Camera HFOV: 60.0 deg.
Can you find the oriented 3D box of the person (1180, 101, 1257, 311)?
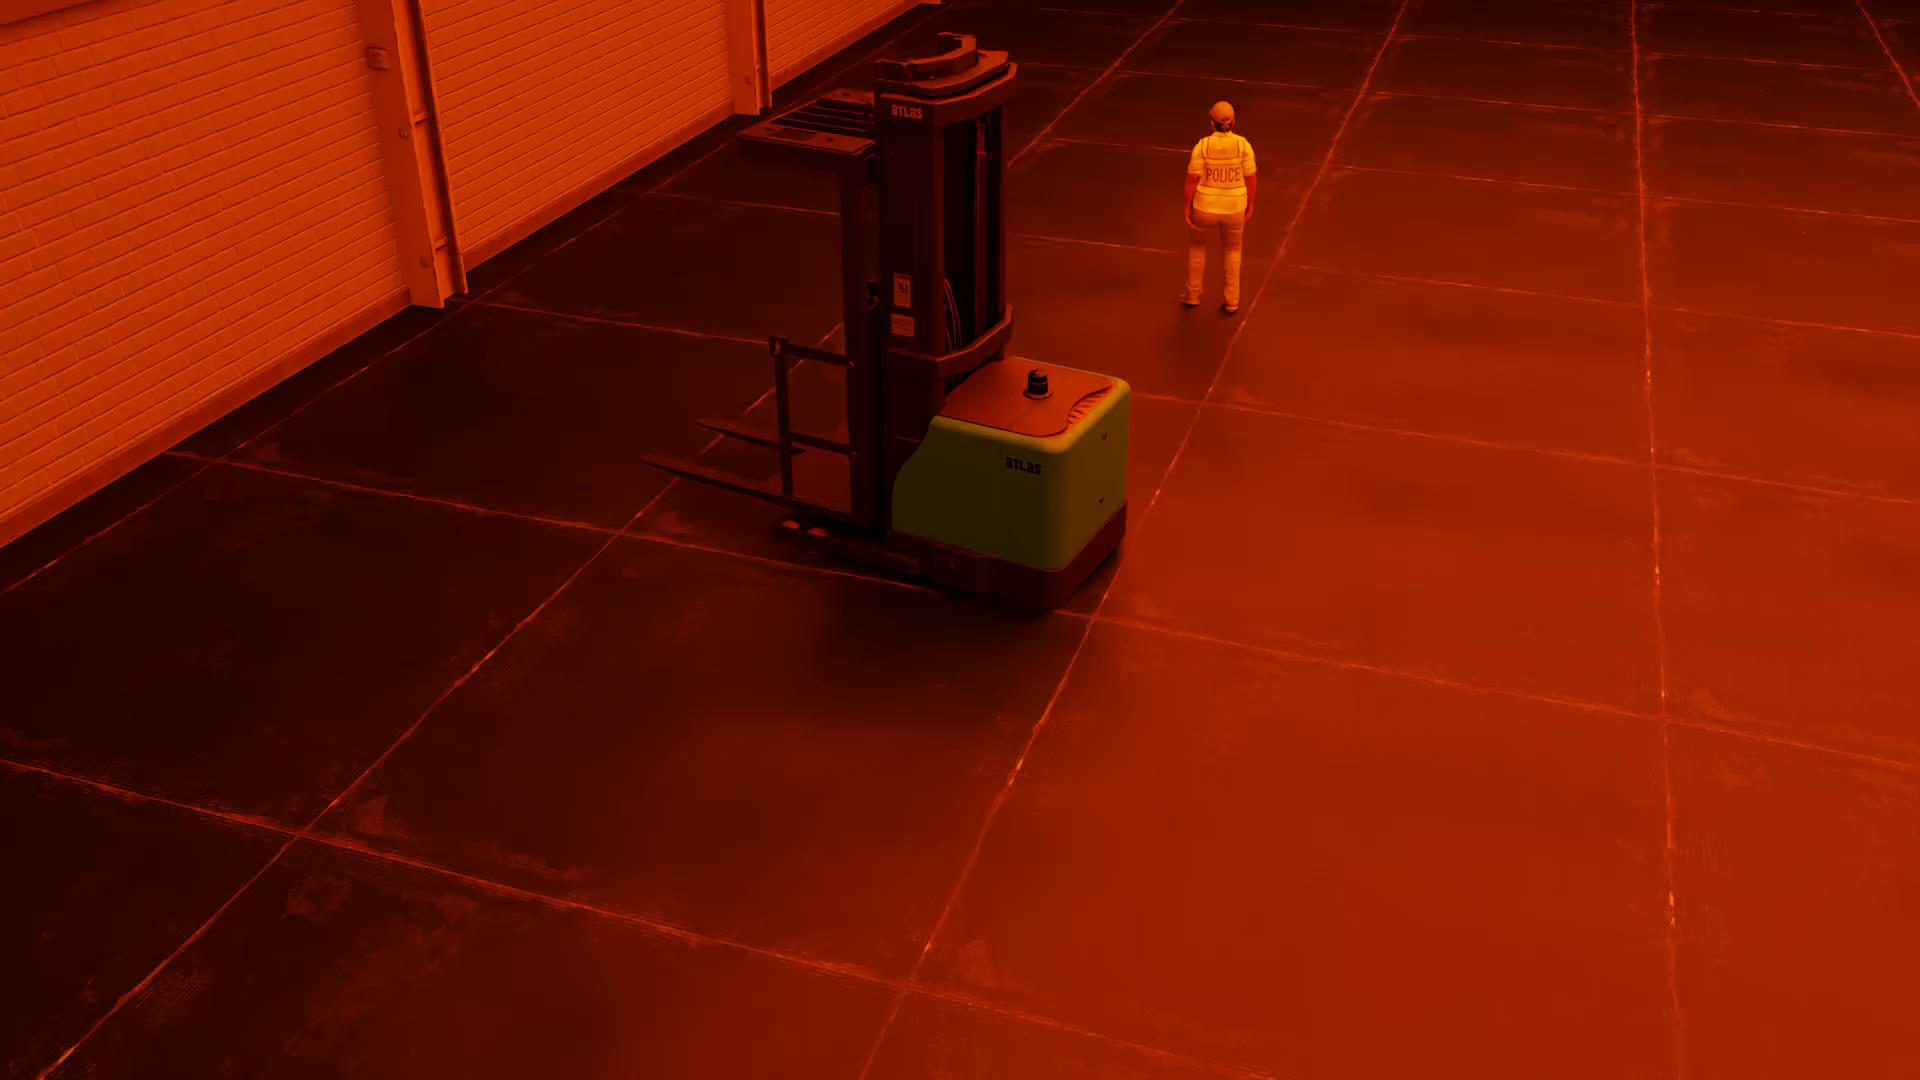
[{"bbox_3d":[2.015,-2.597,13.005,0.555,1.693,0.486,1,30,2],"label":"person"}]

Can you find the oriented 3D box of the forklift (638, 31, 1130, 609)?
[{"bbox_3d":[-0.554,-1.393,9.580,3.031,2.935,1.130,15,33,24],"label":"forklift"}]
